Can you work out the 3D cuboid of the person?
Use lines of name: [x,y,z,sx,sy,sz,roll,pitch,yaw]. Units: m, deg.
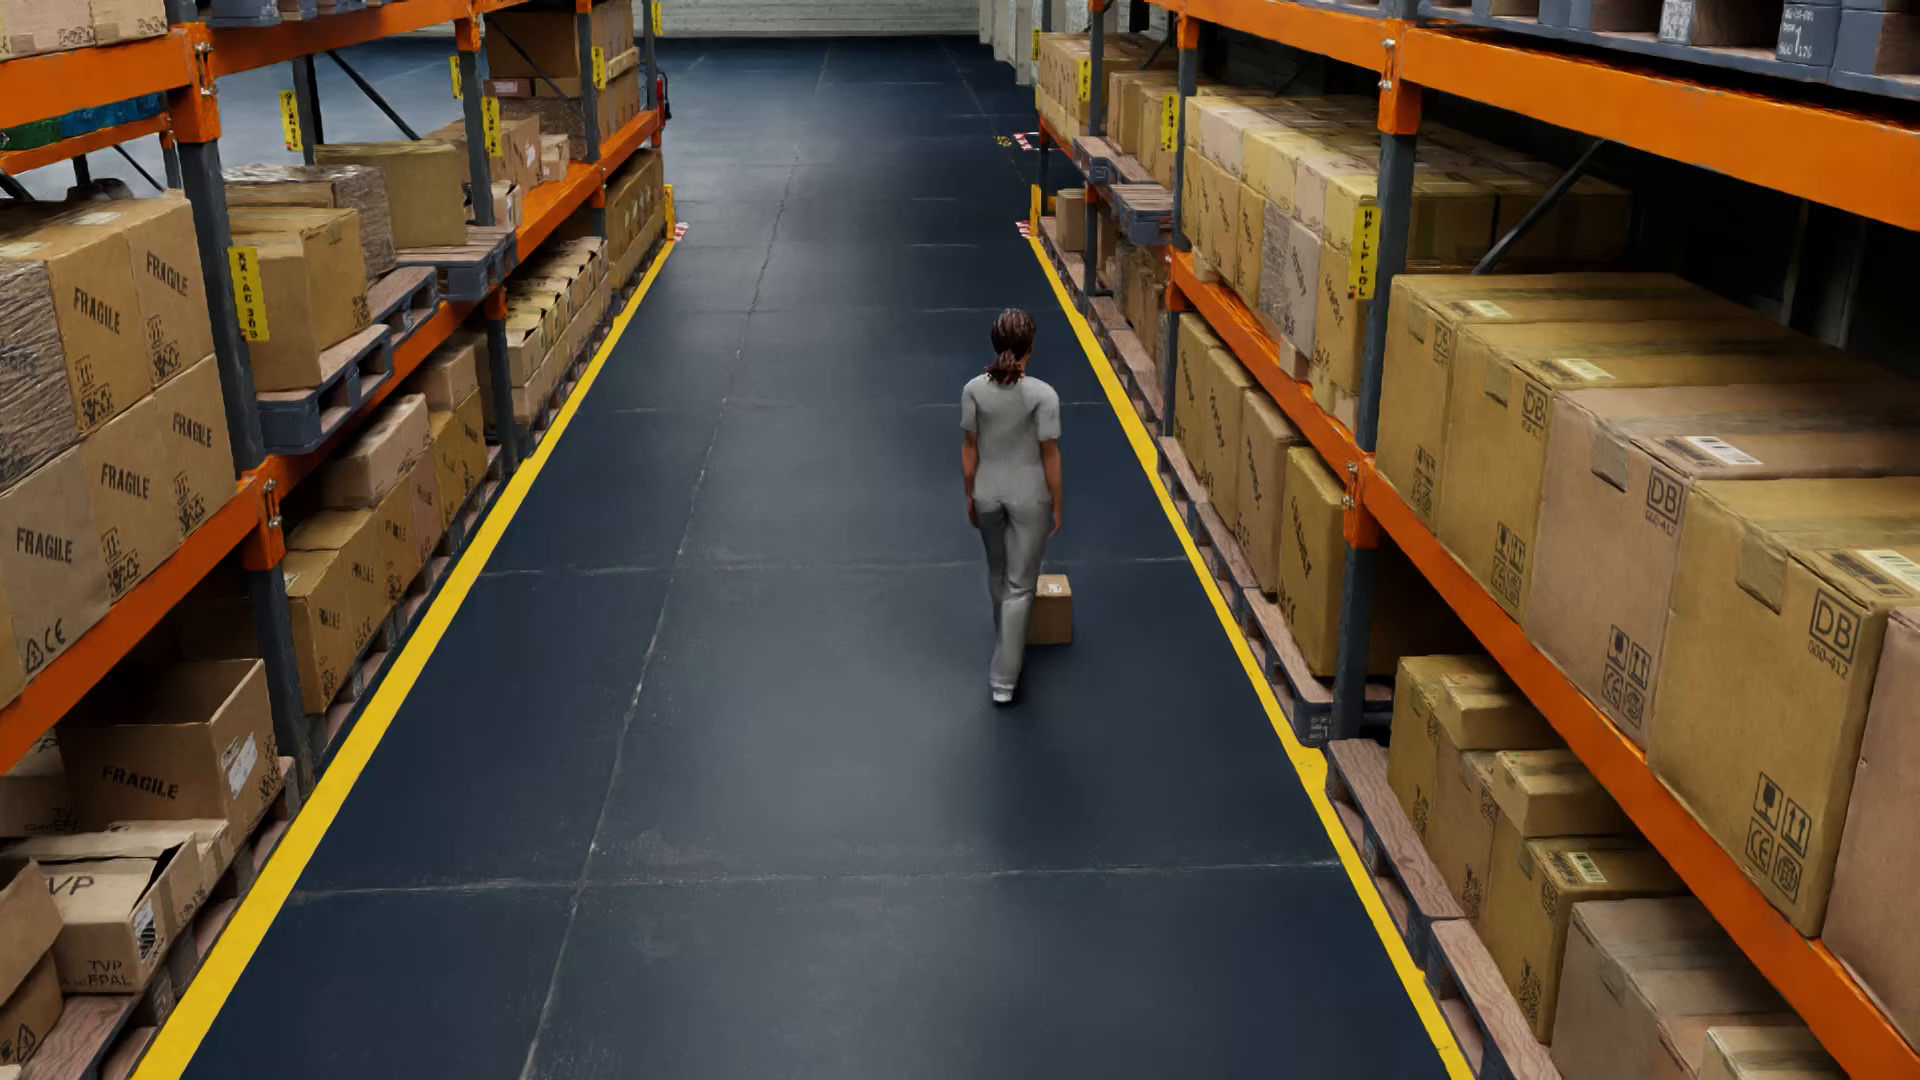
person: [0.271,-0.193,7.079,0.430,1.662,0.705,9,22,22]
